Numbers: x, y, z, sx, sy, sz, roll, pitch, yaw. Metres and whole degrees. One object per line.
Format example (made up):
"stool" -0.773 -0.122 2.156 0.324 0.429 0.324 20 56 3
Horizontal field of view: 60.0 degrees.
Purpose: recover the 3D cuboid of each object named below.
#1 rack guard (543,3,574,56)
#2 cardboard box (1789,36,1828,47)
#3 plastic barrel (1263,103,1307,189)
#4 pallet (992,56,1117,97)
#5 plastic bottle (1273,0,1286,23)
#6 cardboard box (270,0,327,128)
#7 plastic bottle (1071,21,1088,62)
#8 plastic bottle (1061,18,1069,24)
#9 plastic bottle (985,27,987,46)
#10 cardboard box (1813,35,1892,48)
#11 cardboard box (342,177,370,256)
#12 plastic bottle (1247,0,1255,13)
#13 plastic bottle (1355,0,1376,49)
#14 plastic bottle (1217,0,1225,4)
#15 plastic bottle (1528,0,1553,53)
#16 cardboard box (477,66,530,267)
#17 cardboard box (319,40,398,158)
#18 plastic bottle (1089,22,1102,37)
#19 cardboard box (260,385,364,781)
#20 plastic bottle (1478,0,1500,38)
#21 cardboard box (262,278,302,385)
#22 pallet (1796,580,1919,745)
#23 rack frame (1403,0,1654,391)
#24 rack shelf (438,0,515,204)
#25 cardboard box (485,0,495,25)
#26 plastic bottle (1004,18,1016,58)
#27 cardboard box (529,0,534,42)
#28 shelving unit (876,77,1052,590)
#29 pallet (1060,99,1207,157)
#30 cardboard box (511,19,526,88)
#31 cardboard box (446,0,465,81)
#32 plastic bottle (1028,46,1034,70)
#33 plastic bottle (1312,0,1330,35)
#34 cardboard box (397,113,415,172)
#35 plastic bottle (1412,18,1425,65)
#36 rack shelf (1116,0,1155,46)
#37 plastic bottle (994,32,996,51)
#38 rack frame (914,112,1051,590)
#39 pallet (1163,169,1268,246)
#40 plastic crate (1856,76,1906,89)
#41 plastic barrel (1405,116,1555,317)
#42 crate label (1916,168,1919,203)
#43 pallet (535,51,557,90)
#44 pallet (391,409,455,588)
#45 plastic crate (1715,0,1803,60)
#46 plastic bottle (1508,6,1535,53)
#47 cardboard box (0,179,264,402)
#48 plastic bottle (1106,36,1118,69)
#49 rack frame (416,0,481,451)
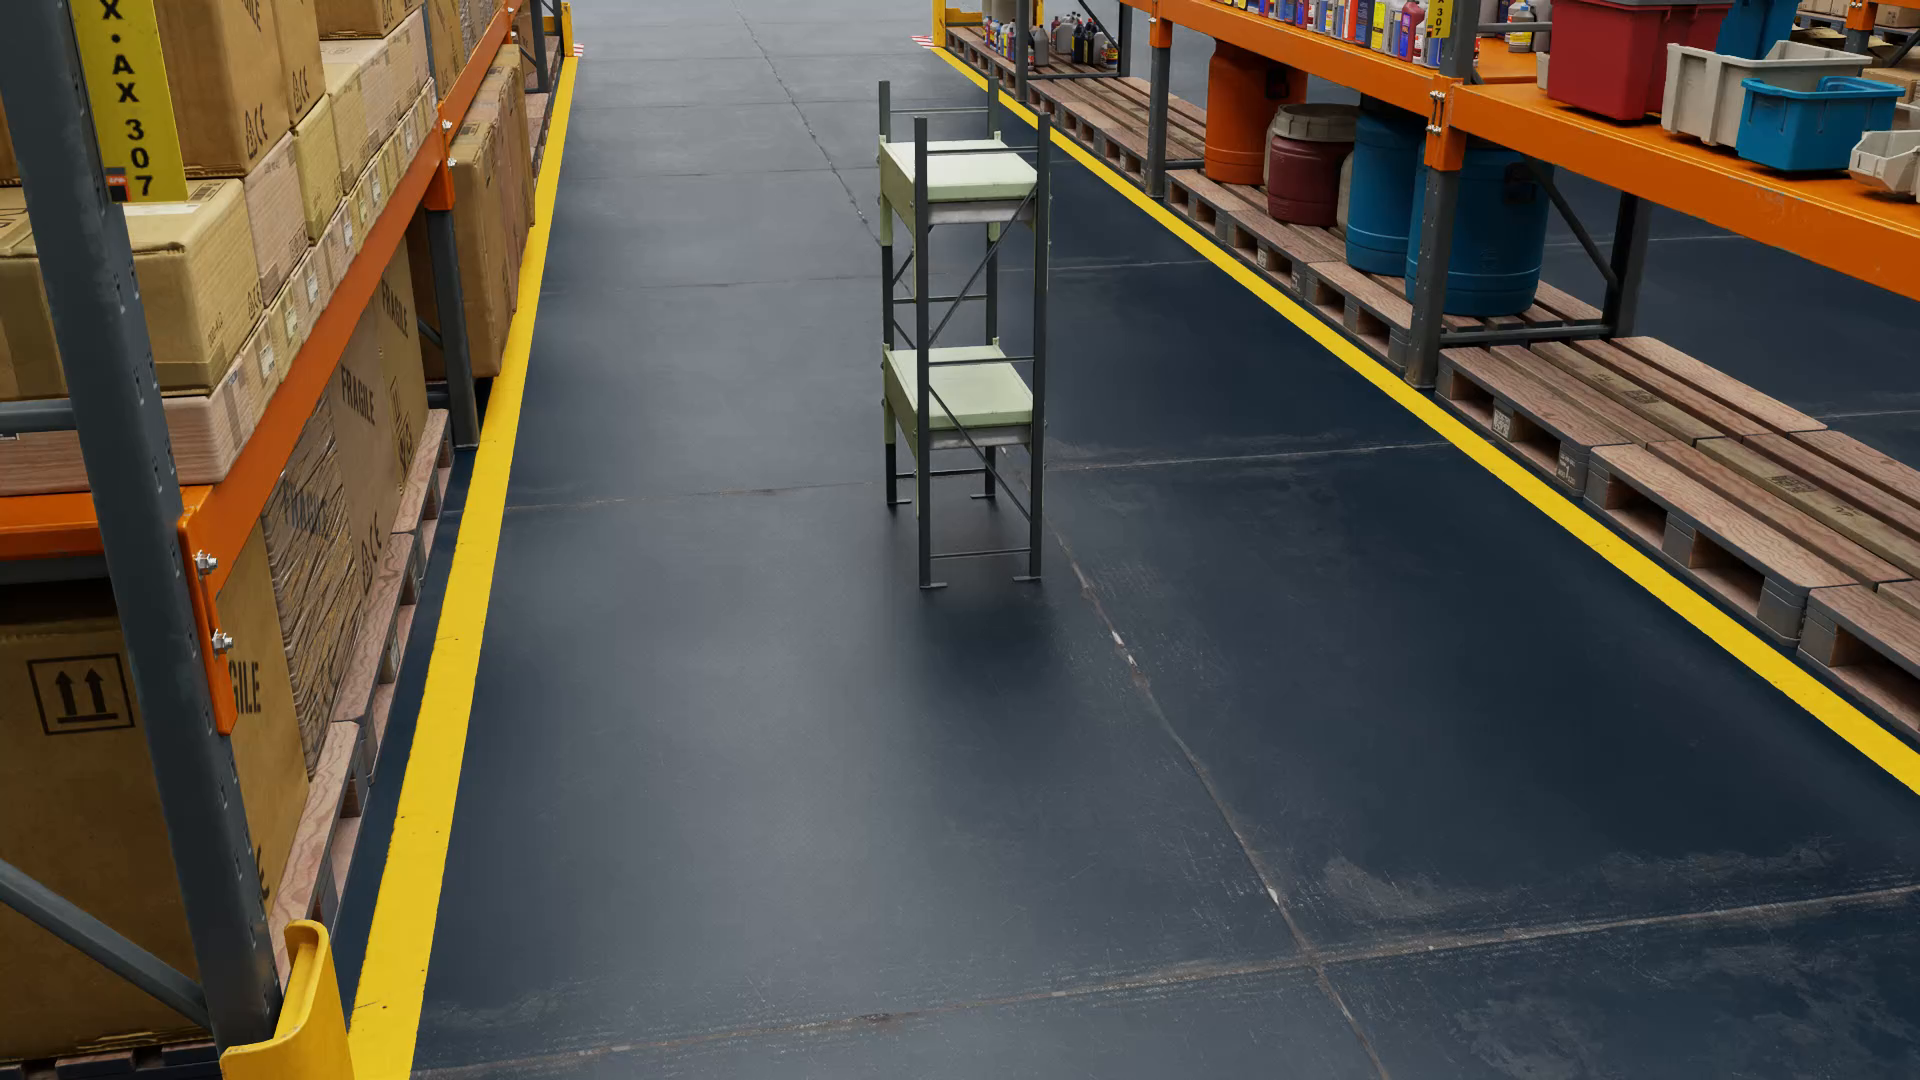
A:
"rack guard" -4.610 -5.263 17.176 1.175 0.500 0.348 -4 24 -10
"cardboard box" 6.150 -3.605 12.466 0.500 0.311 0.500 -5 24 -11
"plastic barrel" 2.022 -2.304 9.861 0.421 0.512 0.421 0 24 0
"pallet" 0.900 -4.221 15.151 1.003 0.211 1.213 -4 24 -10
"plastic bottle" 1.742 -2.862 8.710 0.152 0.276 0.135 -4 24 -10
"cardboard box" -1.683 -1.165 3.549 0.500 0.500 0.500 -5 24 -11
"plastic bottle" 1.100 -4.557 15.196 0.144 0.351 0.185 -4 24 -10
"plastic bottle" 1.059 -4.913 16.104 0.152 0.276 0.135 -5 24 -11
"plastic bottle" 0.292 -4.947 16.277 0.097 0.201 0.097 0 24 0
"cardboard box" 6.678 -3.647 12.562 0.500 0.311 0.500 -5 24 -11
"cardboard box" -1.693 -0.799 4.145 0.380 0.149 0.250 -5 24 -11
"plastic bottle" 1.633 -3.032 9.106 0.097 0.271 0.097 0 24 0
"plastic bottle" 1.937 -2.472 7.725 0.144 0.351 0.185 -4 24 -10
"plastic bottle" 1.571 -3.225 9.542 0.152 0.276 0.135 -4 24 -10
"plastic bottle" 2.684 -2.382 7.612 0.152 0.276 0.135 -4 24 -10
"cardboard box" -2.880 -1.886 8.451 1.225 0.875 0.875 -4 24 -10
"cardboard box" -1.873 -1.228 4.629 0.500 0.250 0.500 -4 24 -9
"plastic bottle" 1.242 -4.568 15.220 0.144 0.351 0.185 -4 24 -8
"cardboard box" -2.031 0.032 4.058 0.875 0.875 0.875 -4 24 -10
"plastic bottle" 2.580 -2.603 8.116 0.152 0.276 0.135 -4 24 -10
"cardboard box" -1.503 -0.395 3.222 0.380 0.149 0.250 -5 24 -11
"pallet" 3.088 0.439 4.481 1.003 0.211 1.213 -4 24 -10
"rack frame" 2.462 -2.085 6.776 1.000 3.000 0.127 -4 24 -10
"rack shelf" -2.775 -2.175 7.882 1.077 0.370 4.000 -4 24 -10
"cardboard box" -2.724 -2.965 8.667 0.500 0.500 0.500 -5 24 -10
"plastic bottle" 0.486 -4.654 15.418 0.144 0.351 0.185 -4 24 -10
"cardboard box" -4.381 -5.006 16.063 0.500 0.500 0.500 2 24 4
"shelving unit" -0.001 -0.690 5.456 0.431 1.500 0.755 -4 24 -10
"pallet" 1.395 -3.167 12.737 1.003 0.211 1.213 -4 24 -10
"cardboard box" -3.919 -4.072 13.925 0.500 0.500 0.500 -5 24 -11
"cardboard box" -2.338 -2.161 6.826 0.500 0.500 0.500 -4 24 -10
"plastic bottle" 0.610 -4.271 14.727 0.097 0.201 0.097 0 24 0
"plastic bottle" 1.843 -2.645 8.214 0.152 0.276 0.135 -4 24 -10
"cardboard box" -1.884 -1.204 5.073 0.380 0.149 0.250 -4 24 -9
"plastic bottle" 2.024 -2.169 7.216 0.097 0.201 0.097 0 24 0
"rack shelf" 1.353 -4.115 12.324 1.077 0.370 4.000 -4 24 -10
"plastic bottle" 0.373 -4.775 15.882 0.097 0.201 0.097 0 24 0
"rack frame" 0.066 -0.546 5.126 0.400 1.500 0.023 -4 24 -10
"pallet" 1.910 -2.073 10.234 1.003 0.211 1.213 -4 24 -10
"plastic crate" 2.933 -1.566 5.857 0.437 0.125 0.590 -4 24 -10
"plastic barrel" 2.379 -1.531 7.605 0.600 0.901 0.708 -4 24 -10
"crate label" 2.758 -0.948 4.428 0.396 0.136 0.243 -4 24 -10
"pallet" -4.272 -4.330 15.400 1.003 0.211 1.213 -4 24 -10
"pallet" -2.341 -0.136 5.797 1.003 0.211 1.213 -4 24 -10
"plastic crate" 2.884 -1.947 6.405 0.392 0.384 0.575 -4 24 -10
"plastic bottle" 2.564 -2.332 7.589 0.097 0.201 0.097 0 24 0
"cardboard box" -1.489 -0.421 2.783 0.500 0.250 0.500 -5 24 -11
"plastic bottle" 1.355 -4.341 14.800 0.097 0.271 0.097 0 24 0
"rack frame" -2.405 -1.718 5.937 1.000 3.000 0.127 -4 24 -10
